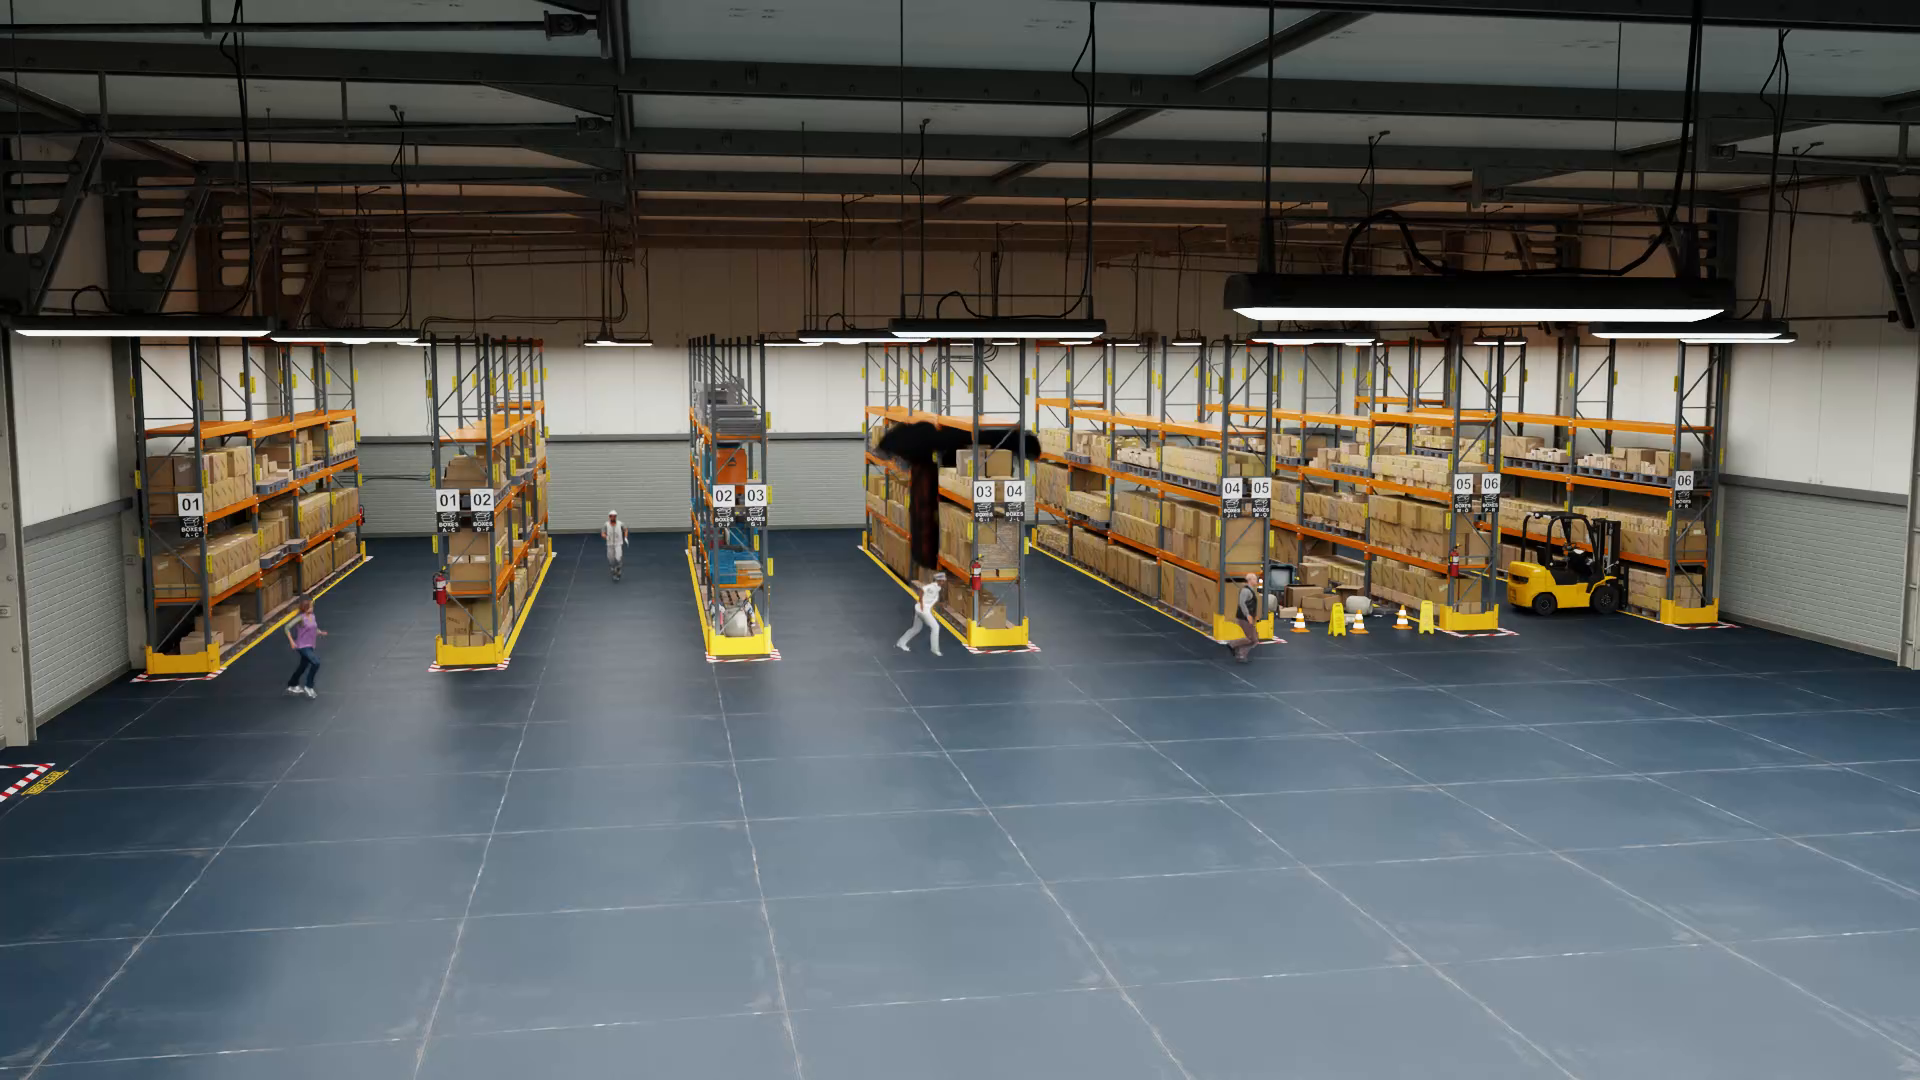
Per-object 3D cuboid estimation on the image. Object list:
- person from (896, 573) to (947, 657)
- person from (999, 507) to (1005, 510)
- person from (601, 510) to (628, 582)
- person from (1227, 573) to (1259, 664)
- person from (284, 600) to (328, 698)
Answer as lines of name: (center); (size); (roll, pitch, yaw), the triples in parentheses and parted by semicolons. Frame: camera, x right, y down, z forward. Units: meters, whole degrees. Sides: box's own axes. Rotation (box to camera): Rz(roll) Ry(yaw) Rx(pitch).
person: (-0.729, 1.414, 31.099); (0.978, 1.624, 0.621); (1, 7, 10)
person: (0.994, -0.679, 48.451); (0.732, 1.778, 0.672); (2, 7, 14)
person: (-8.501, 0.149, 40.936); (0.639, 1.766, 0.777); (0, 7, -4)
person: (5.169, 1.427, 30.401); (0.556, 1.663, 0.657); (3, 7, 22)
person: (-10.774, 1.798, 27.398); (0.773, 1.630, 0.508); (1, 7, 9)
